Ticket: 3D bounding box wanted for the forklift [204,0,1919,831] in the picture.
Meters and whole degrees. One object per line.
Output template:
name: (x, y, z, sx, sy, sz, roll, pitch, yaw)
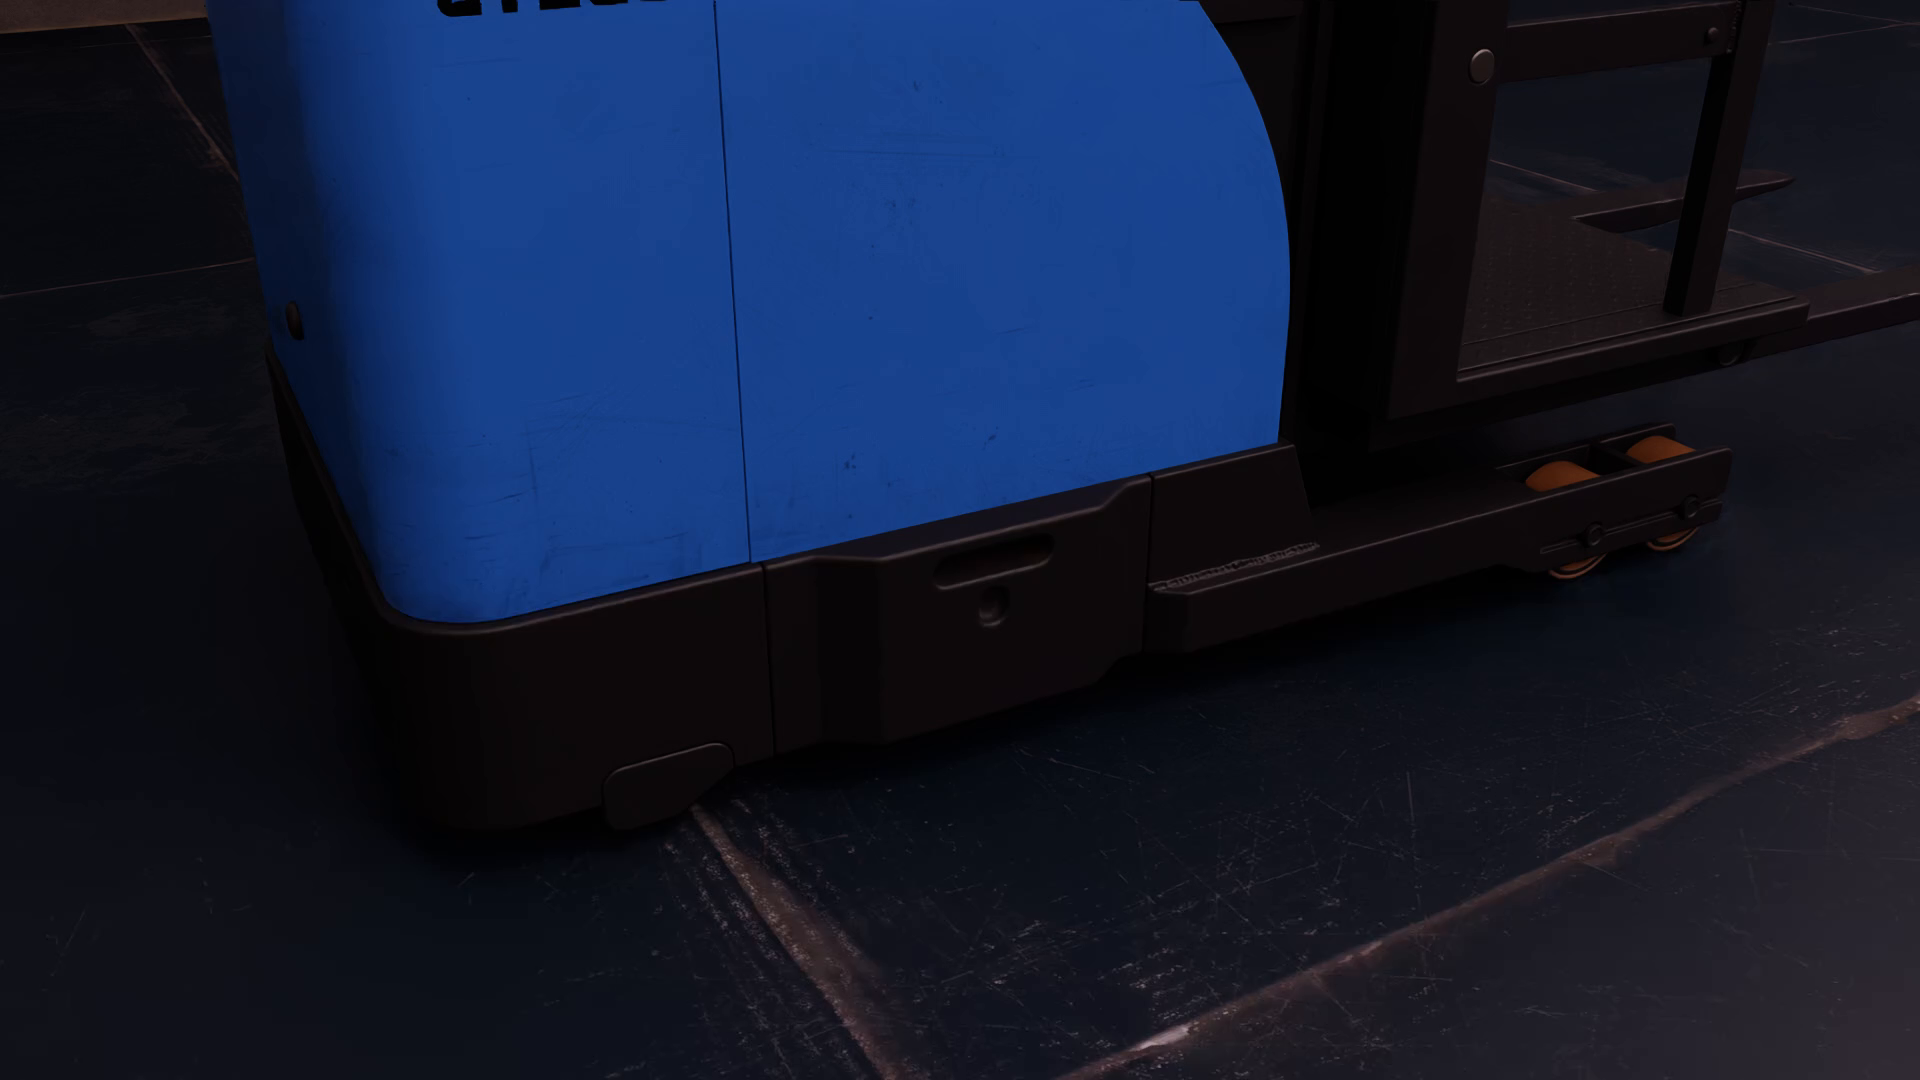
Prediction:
forklift: (0.556, -1.448, 2.115, 3.031, 2.935, 1.130, -13, 30, -24)
